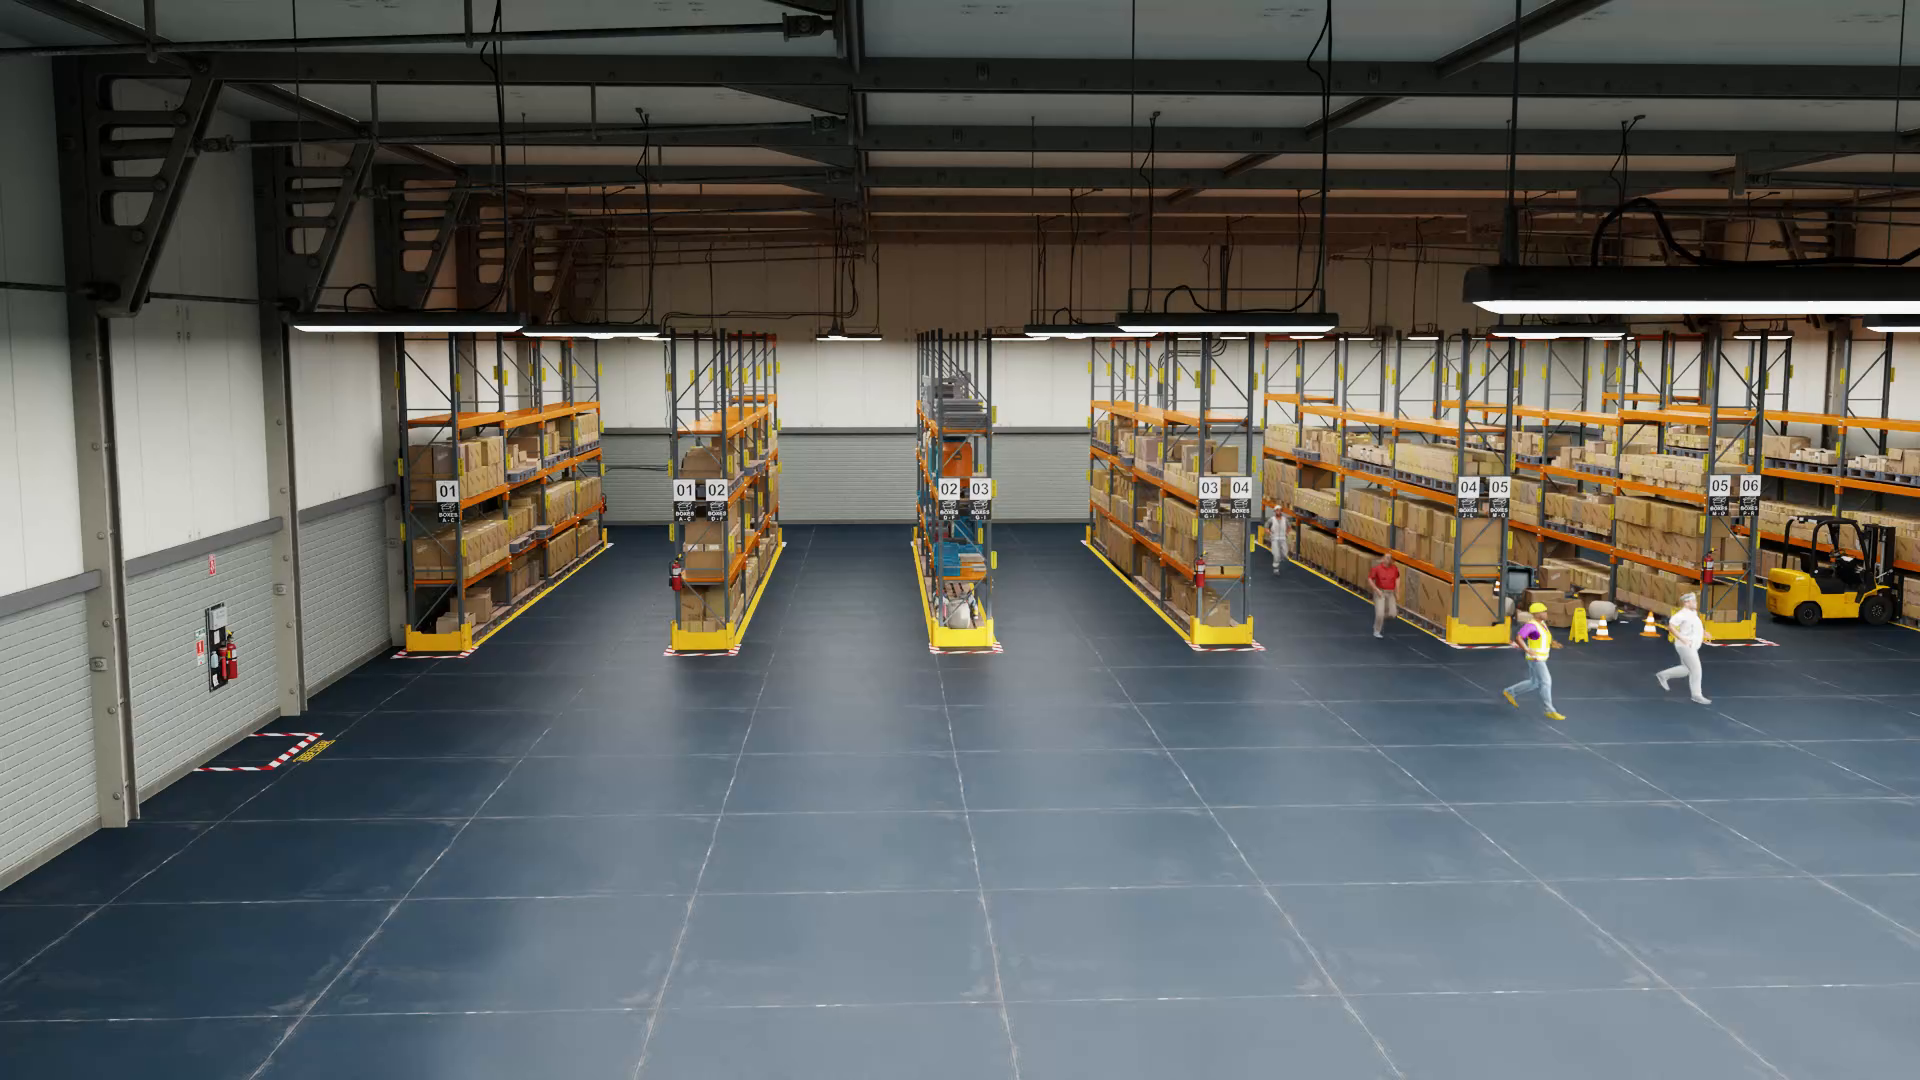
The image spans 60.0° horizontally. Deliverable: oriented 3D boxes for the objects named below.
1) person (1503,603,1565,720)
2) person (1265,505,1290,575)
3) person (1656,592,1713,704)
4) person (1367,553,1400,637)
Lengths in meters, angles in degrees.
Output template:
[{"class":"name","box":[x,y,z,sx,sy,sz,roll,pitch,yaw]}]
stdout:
[{"class":"person","box":[8.841,1.841,25.549,0.968,1.773,0.700,4,8,29]},{"class":"person","box":[7.880,0.012,41.117,0.649,1.740,0.603,0,7,-2]},{"class":"person","box":[11.666,1.713,26.753,0.903,1.785,0.663,5,9,38]},{"class":"person","box":[8.313,1.066,32.544,0.698,1.651,0.556,-1,7,-9]}]
